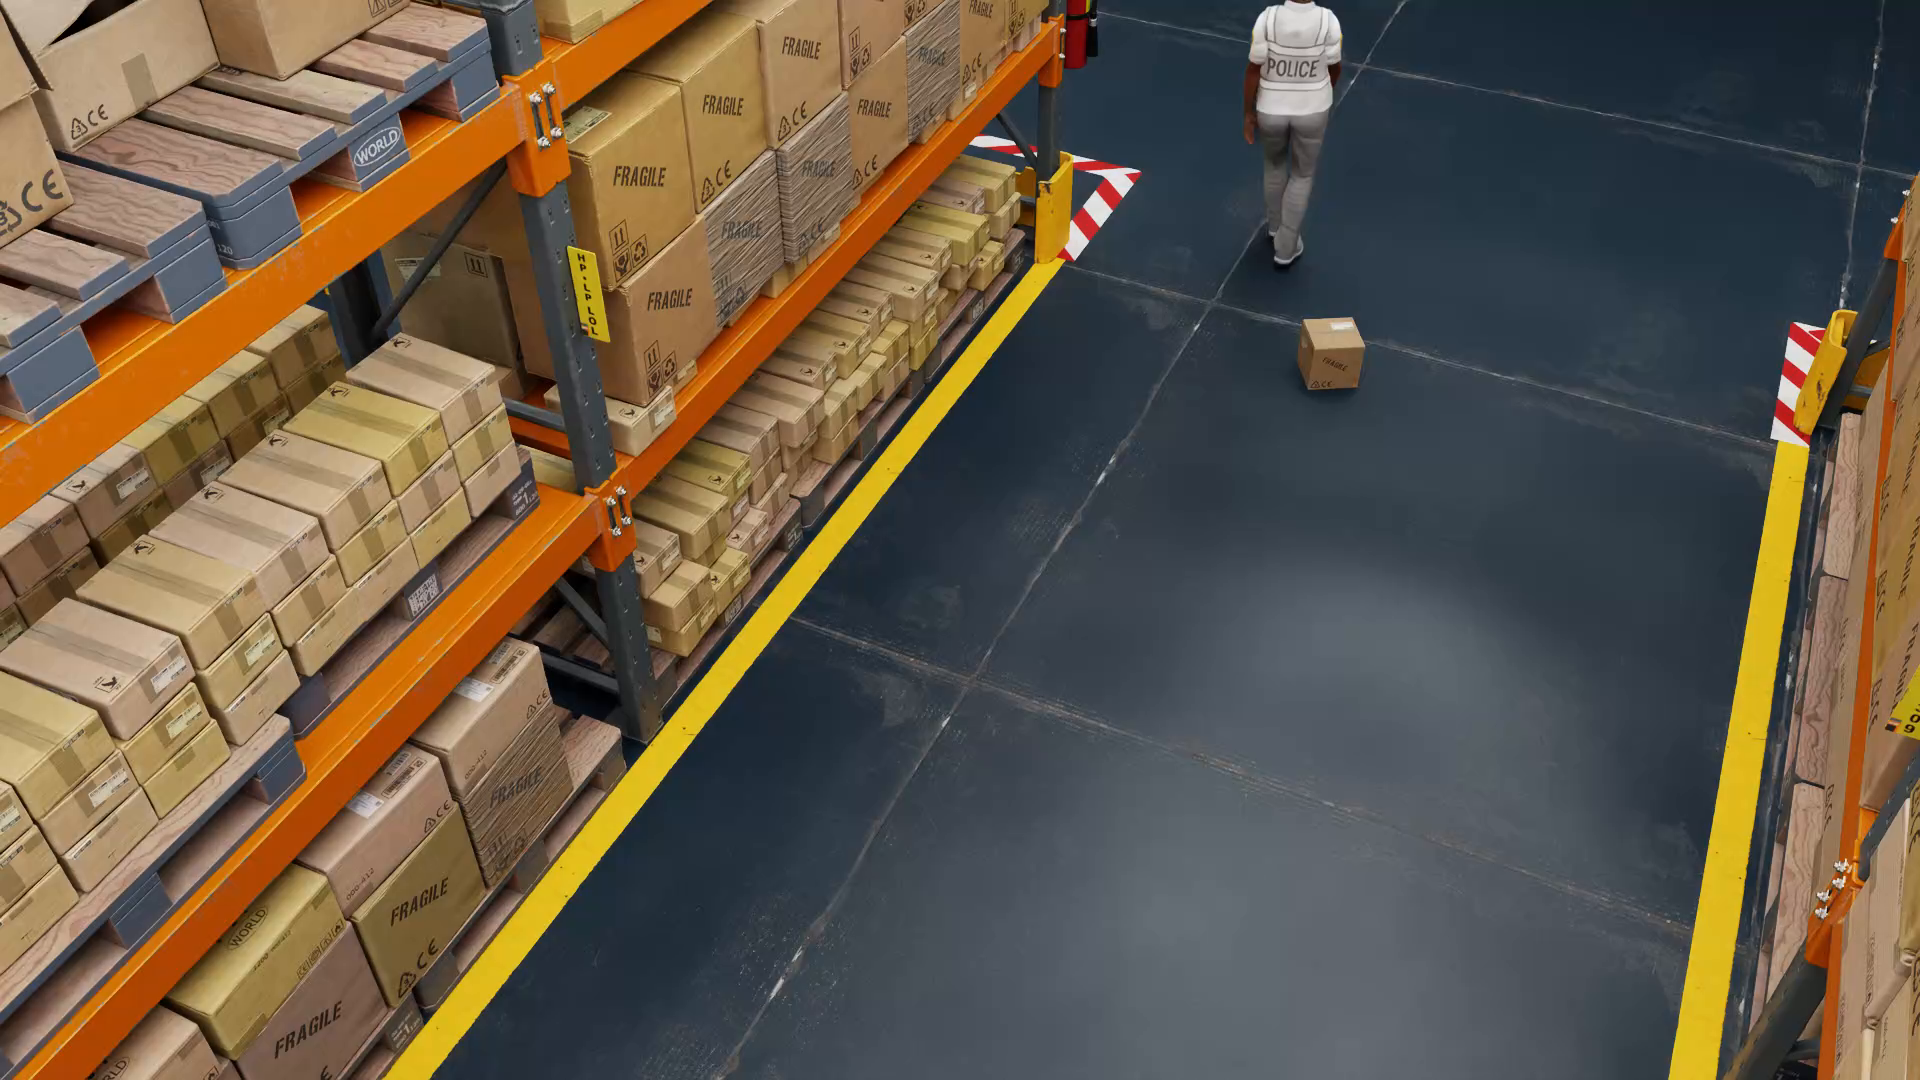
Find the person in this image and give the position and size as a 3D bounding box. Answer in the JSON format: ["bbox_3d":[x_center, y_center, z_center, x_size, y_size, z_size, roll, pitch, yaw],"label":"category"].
[{"bbox_3d":[1.712,-2.255,8.636,0.469,1.694,0.563,11,43,12],"label":"person"}]
